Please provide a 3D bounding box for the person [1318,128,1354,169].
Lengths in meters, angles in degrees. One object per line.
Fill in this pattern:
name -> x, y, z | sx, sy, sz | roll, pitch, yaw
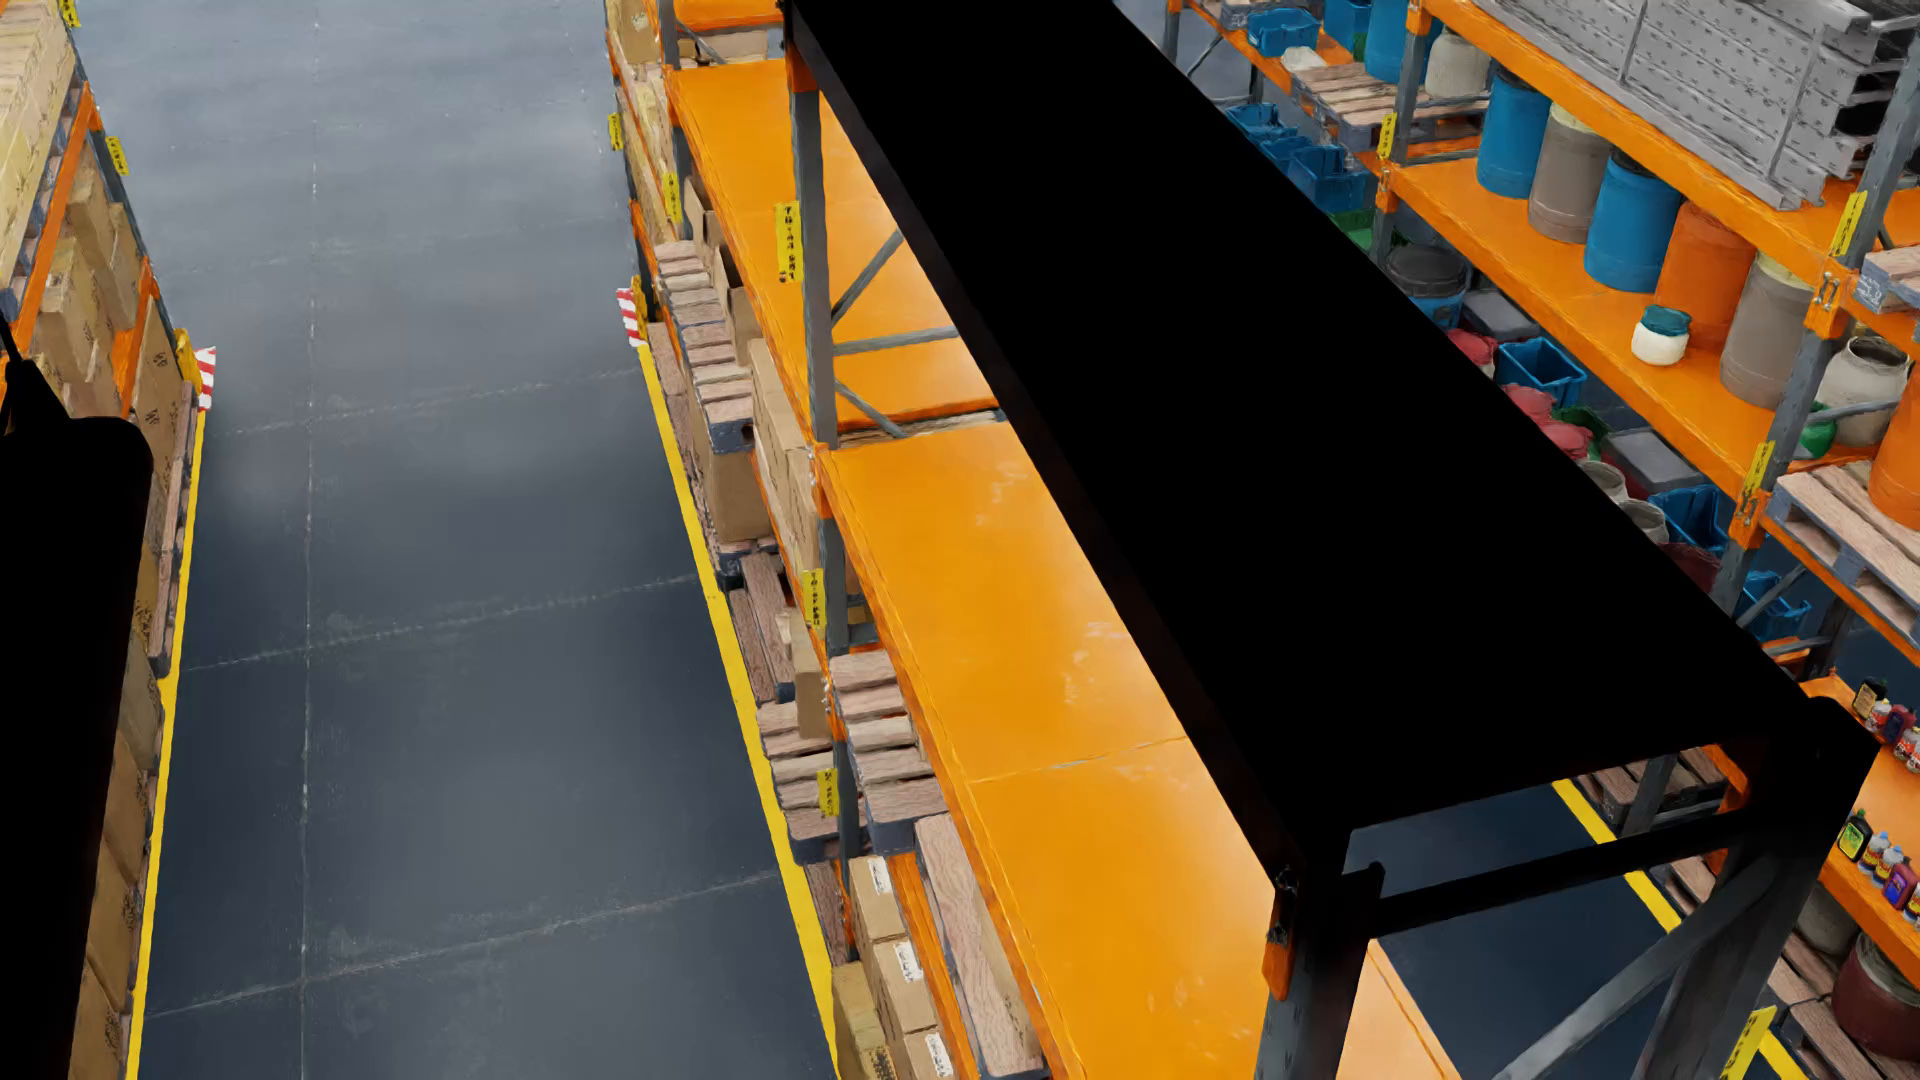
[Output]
person -> 3.910, -4.594, 17.261 | 0.548, 1.672, 0.685 | 12, 40, 15
